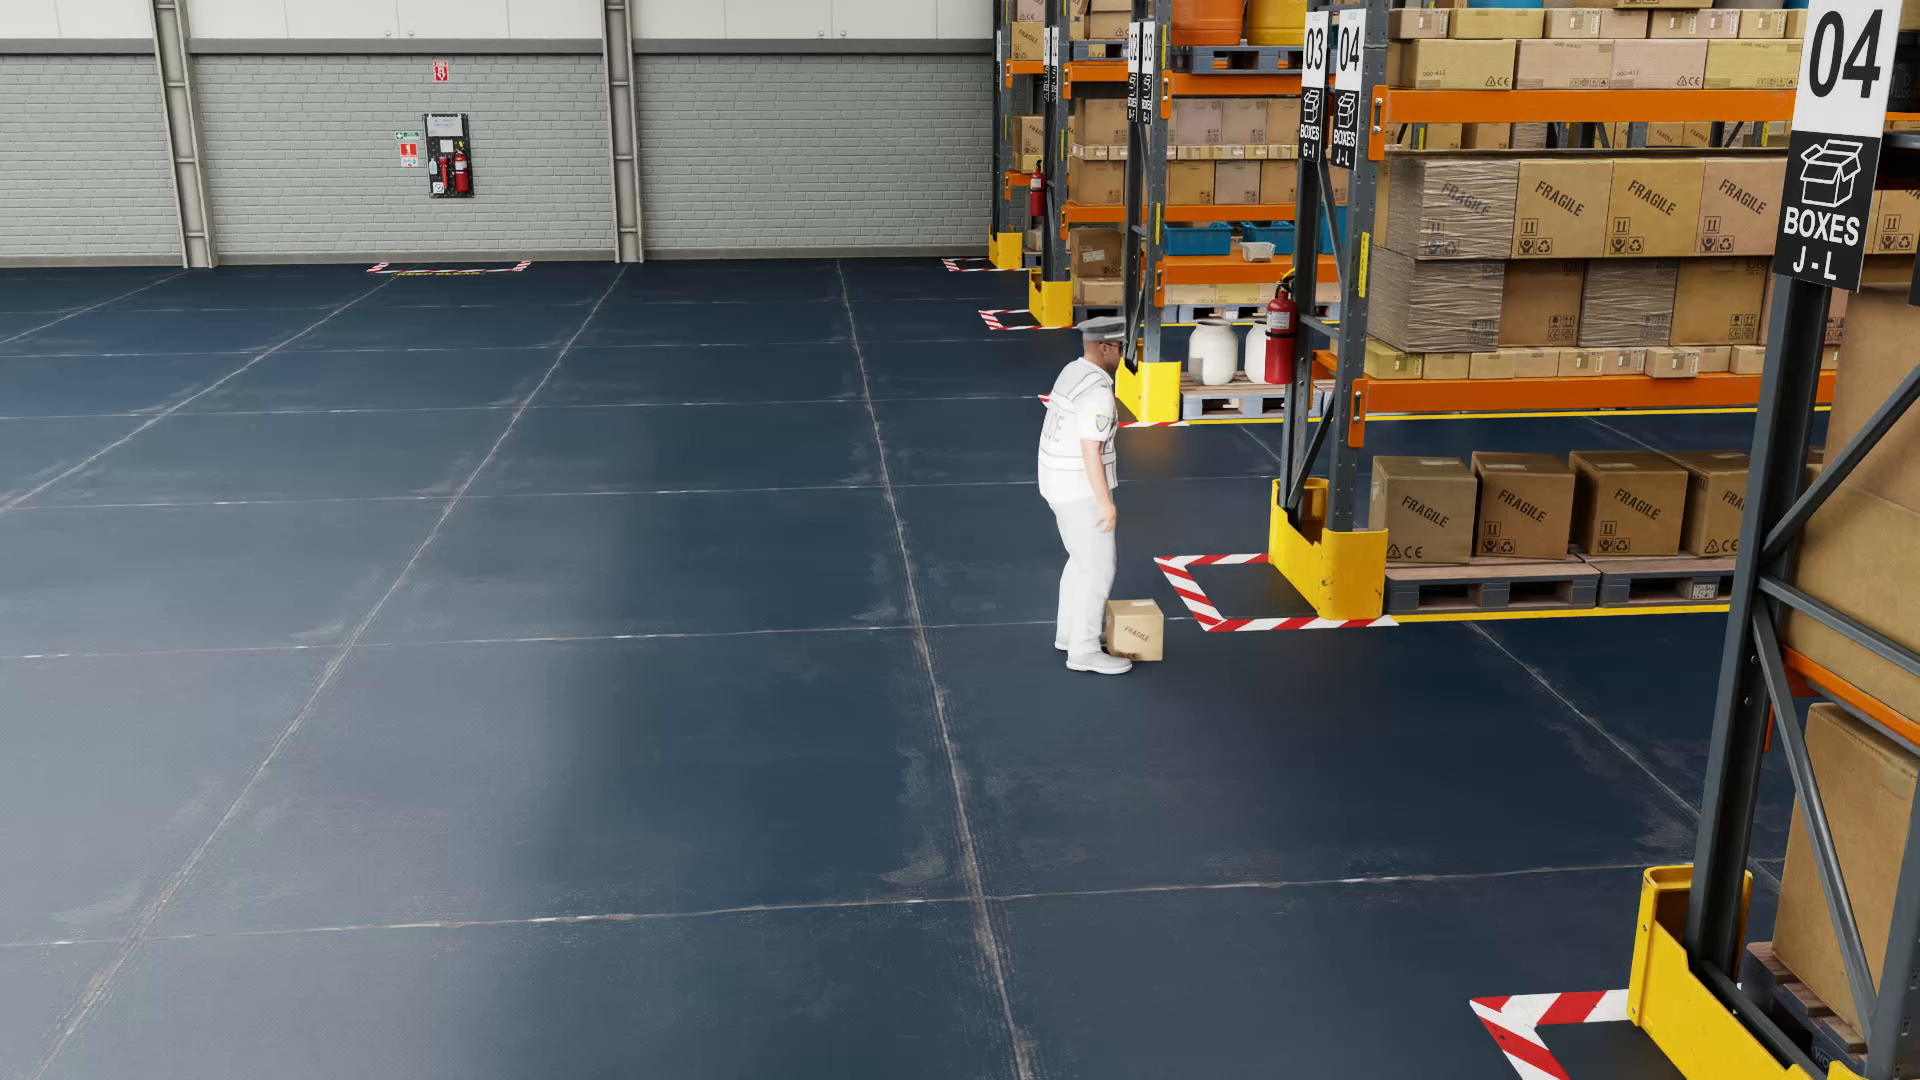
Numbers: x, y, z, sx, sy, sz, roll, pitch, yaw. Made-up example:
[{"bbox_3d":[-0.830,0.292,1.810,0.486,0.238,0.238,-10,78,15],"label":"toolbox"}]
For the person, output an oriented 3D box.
[{"bbox_3d":[0.622,-0.242,8.339,0.437,1.747,0.604,-3,17,-9],"label":"person"}]
